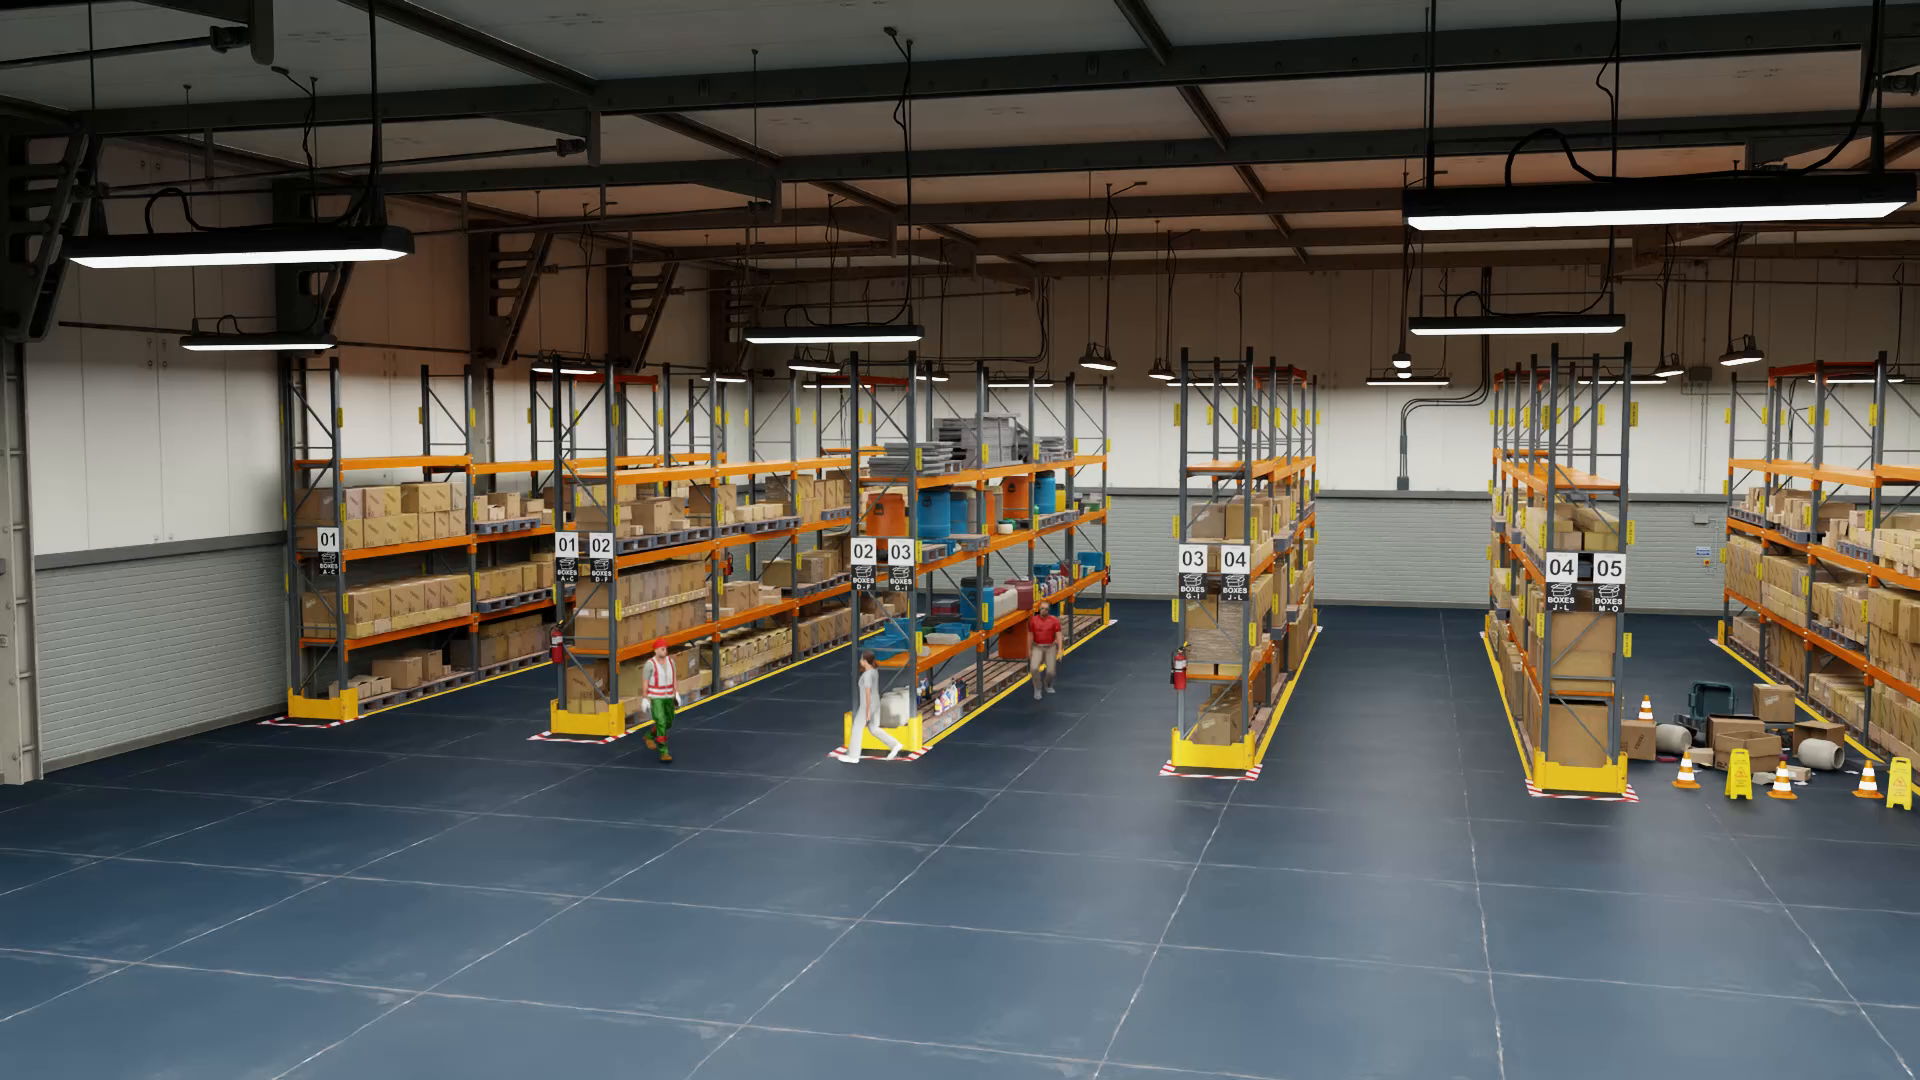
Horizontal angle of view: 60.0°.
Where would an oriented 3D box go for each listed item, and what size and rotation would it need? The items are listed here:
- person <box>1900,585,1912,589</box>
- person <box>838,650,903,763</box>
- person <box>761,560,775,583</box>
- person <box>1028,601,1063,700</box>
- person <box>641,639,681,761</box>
[{"bbox_3d":[22.073,1.302,38.800,0.559,1.674,0.481,0,4,0],"label":"person"},{"bbox_3d":[-1.289,2.411,24.107,0.925,1.638,0.497,1,4,16],"label":"person"},{"bbox_3d":[-4.340,1.309,38.404,0.571,1.704,1.077,1,4,19],"label":"person"},{"bbox_3d":[1.459,1.873,28.474,0.593,1.654,0.596,0,4,2],"label":"person"},{"bbox_3d":[-4.418,2.322,24.494,0.614,1.764,0.927,-4,6,-44],"label":"person"}]
